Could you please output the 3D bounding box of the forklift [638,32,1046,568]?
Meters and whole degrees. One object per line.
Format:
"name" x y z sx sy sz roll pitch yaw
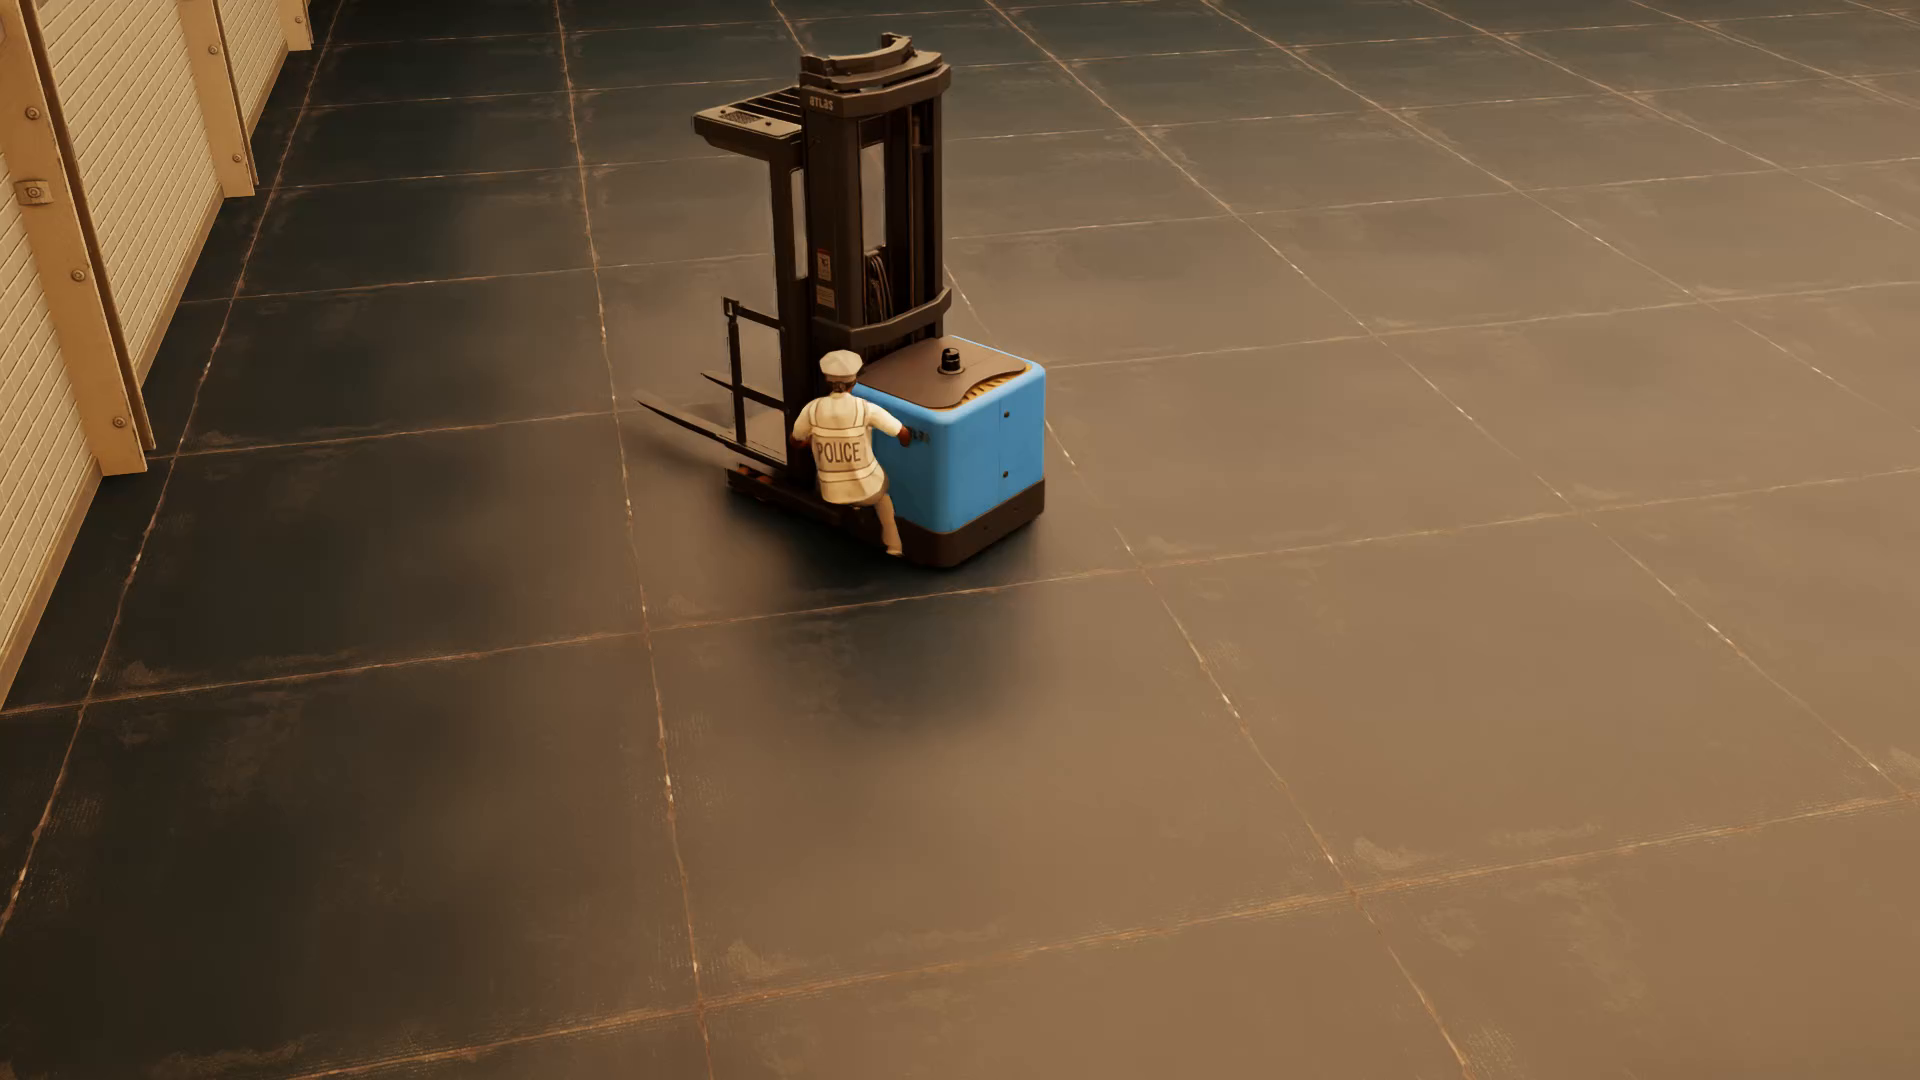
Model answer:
"forklift" -0.909 -1.704 10.518 3.031 2.935 1.130 23 37 34

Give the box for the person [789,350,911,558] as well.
"person" -0.635 -0.487 9.974 0.730 1.456 0.812 1 30 1
